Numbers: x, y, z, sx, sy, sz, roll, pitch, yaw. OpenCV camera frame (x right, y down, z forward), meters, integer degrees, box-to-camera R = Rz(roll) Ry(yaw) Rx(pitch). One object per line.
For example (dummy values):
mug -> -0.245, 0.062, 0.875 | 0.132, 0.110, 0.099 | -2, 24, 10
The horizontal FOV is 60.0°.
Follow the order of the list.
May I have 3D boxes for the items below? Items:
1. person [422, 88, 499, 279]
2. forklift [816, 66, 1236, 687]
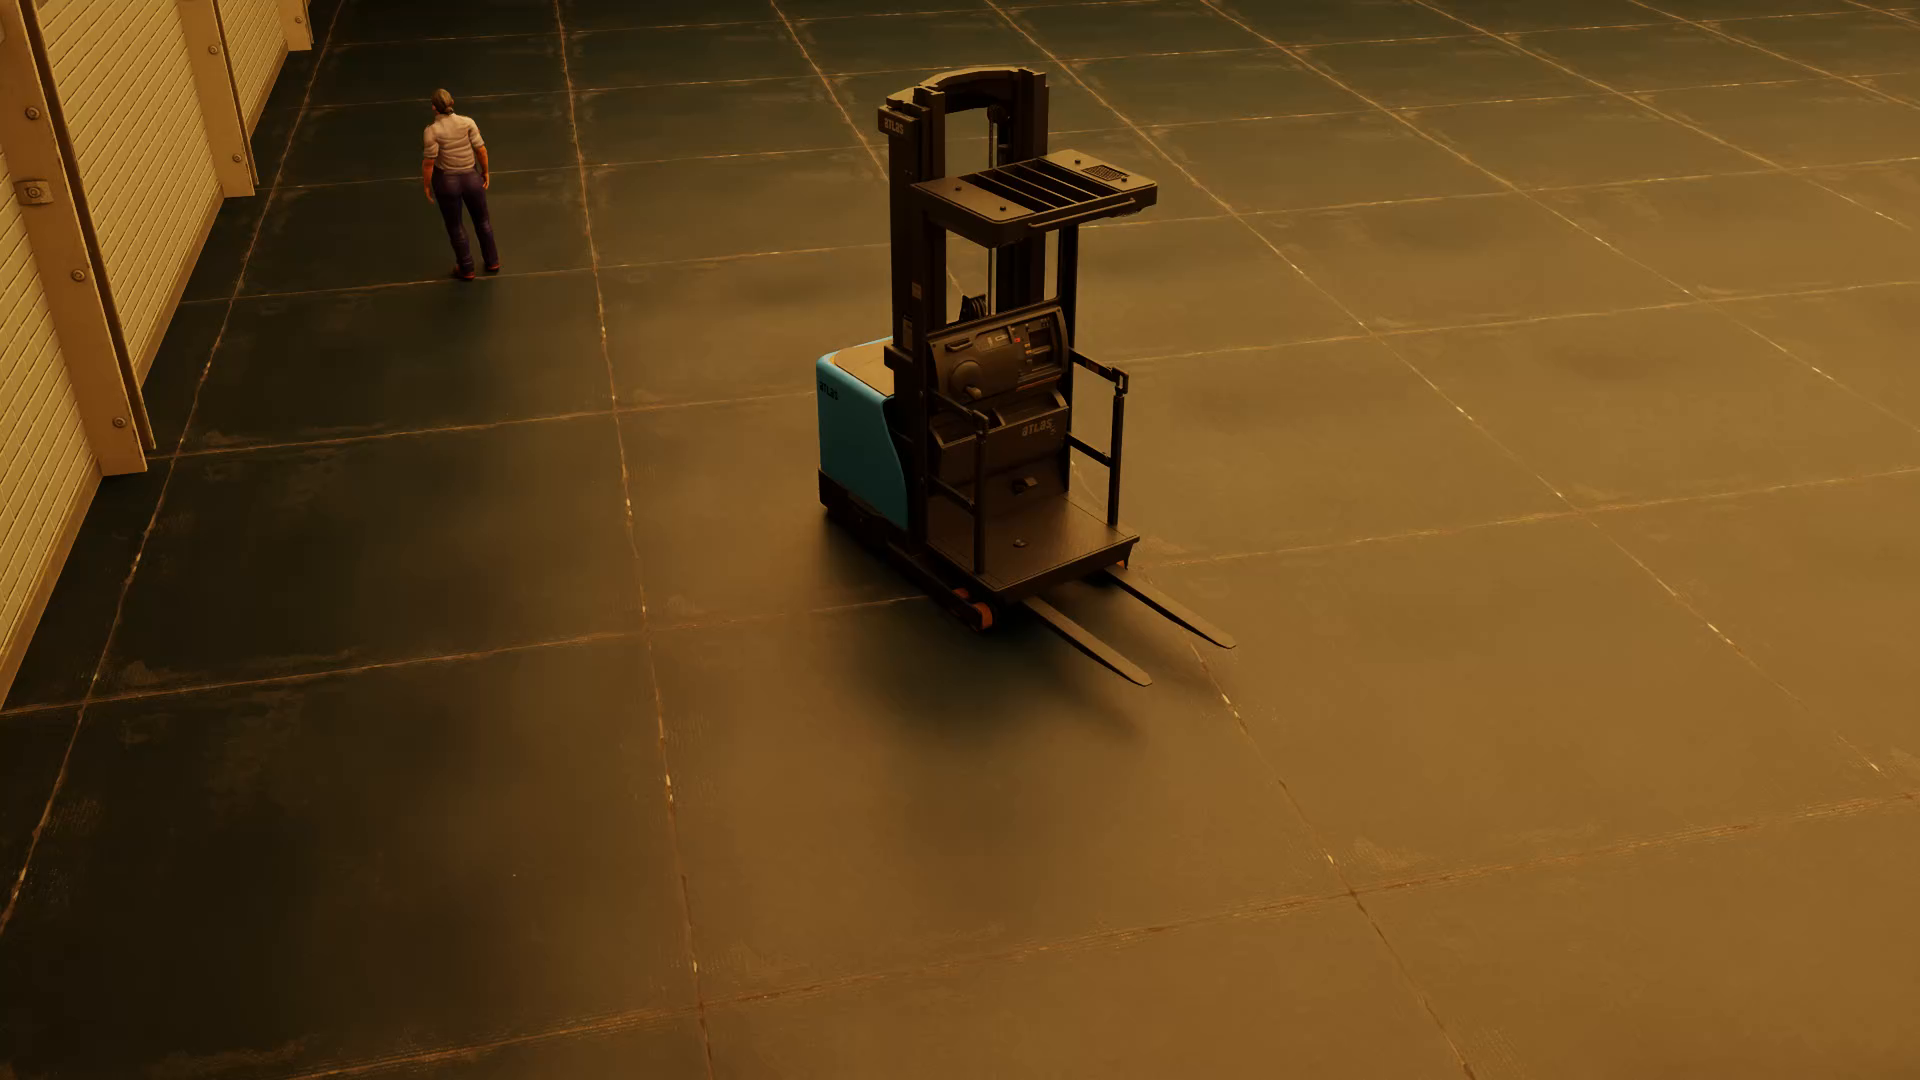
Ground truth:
person -> -4.259, -3.028, 14.079 | 0.598, 1.644, 0.502 | -17, 34, -27
forklift -> 0.355, -1.021, 9.338 | 1.130, 2.935, 3.031 | -20, 35, -30
